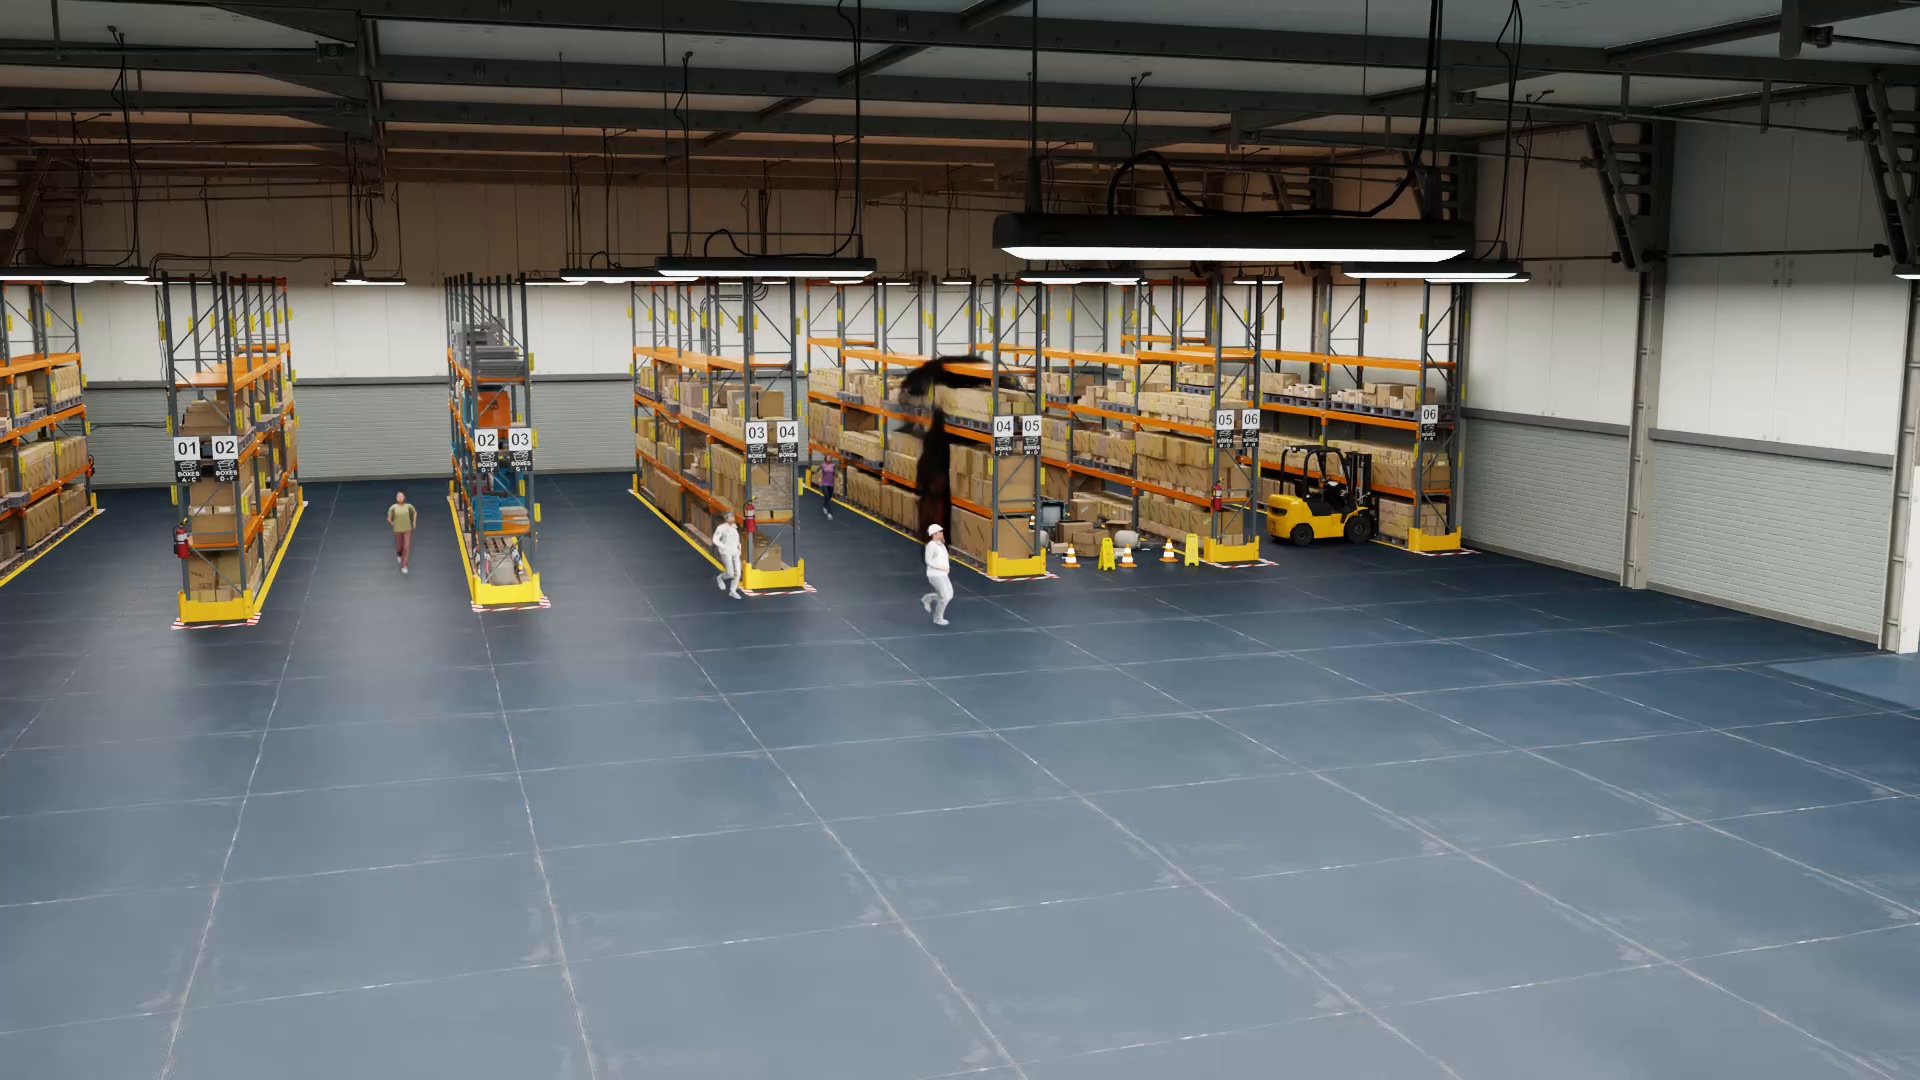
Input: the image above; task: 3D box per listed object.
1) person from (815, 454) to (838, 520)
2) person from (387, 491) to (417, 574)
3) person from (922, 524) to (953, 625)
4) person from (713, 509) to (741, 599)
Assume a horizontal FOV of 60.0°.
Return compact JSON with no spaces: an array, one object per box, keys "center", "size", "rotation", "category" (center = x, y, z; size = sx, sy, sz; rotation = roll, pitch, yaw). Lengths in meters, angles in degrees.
[{"center":[-3.318,-1.358,41.683],"size":[0.539,1.613,0.871],"rotation":[-3,9,-21],"category":"person"},{"center":[-11.351,-0.180,33.894],"size":[0.593,1.640,0.875],"rotation":[-3,9,-21],"category":"person"},{"center":[-0.412,0.583,28.567],"size":[0.583,1.729,0.700],"rotation":[3,9,17],"category":"person"},{"center":[-4.325,0.246,31.053],"size":[0.657,1.675,0.614],"rotation":[-8,12,-44],"category":"person"}]
